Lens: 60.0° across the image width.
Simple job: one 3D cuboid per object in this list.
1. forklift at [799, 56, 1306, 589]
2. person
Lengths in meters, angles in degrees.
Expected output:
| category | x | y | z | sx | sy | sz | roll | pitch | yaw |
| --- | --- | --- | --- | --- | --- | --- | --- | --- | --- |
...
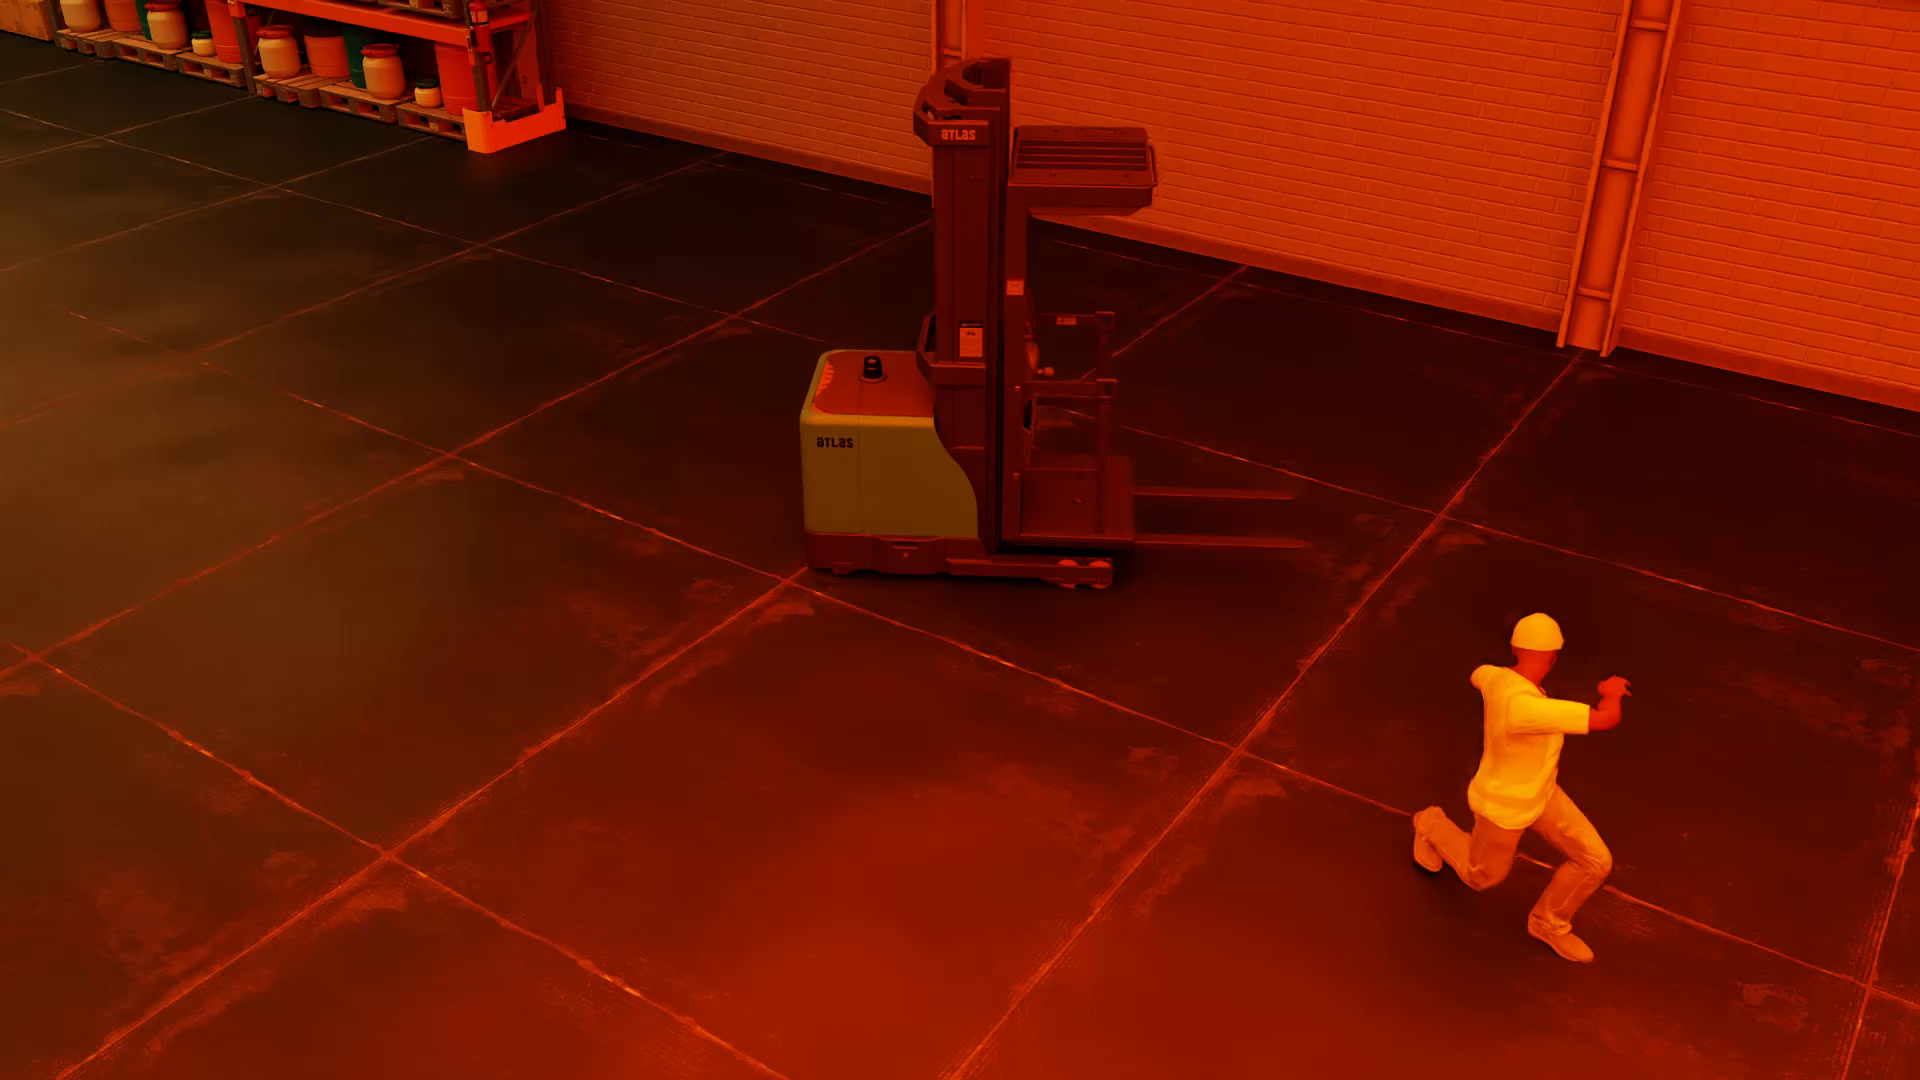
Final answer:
| category | x | y | z | sx | sy | sz | roll | pitch | yaw |
| --- | --- | --- | --- | --- | --- | --- | --- | --- | --- |
| forklift | 0.591 | -1.252 | 9.737 | 3.031 | 2.935 | 1.130 | 2 | 30 | 3 |
| person | 2.557 | 0.977 | 7.363 | 0.988 | 1.494 | 0.853 | 25 | 38 | 36 |
